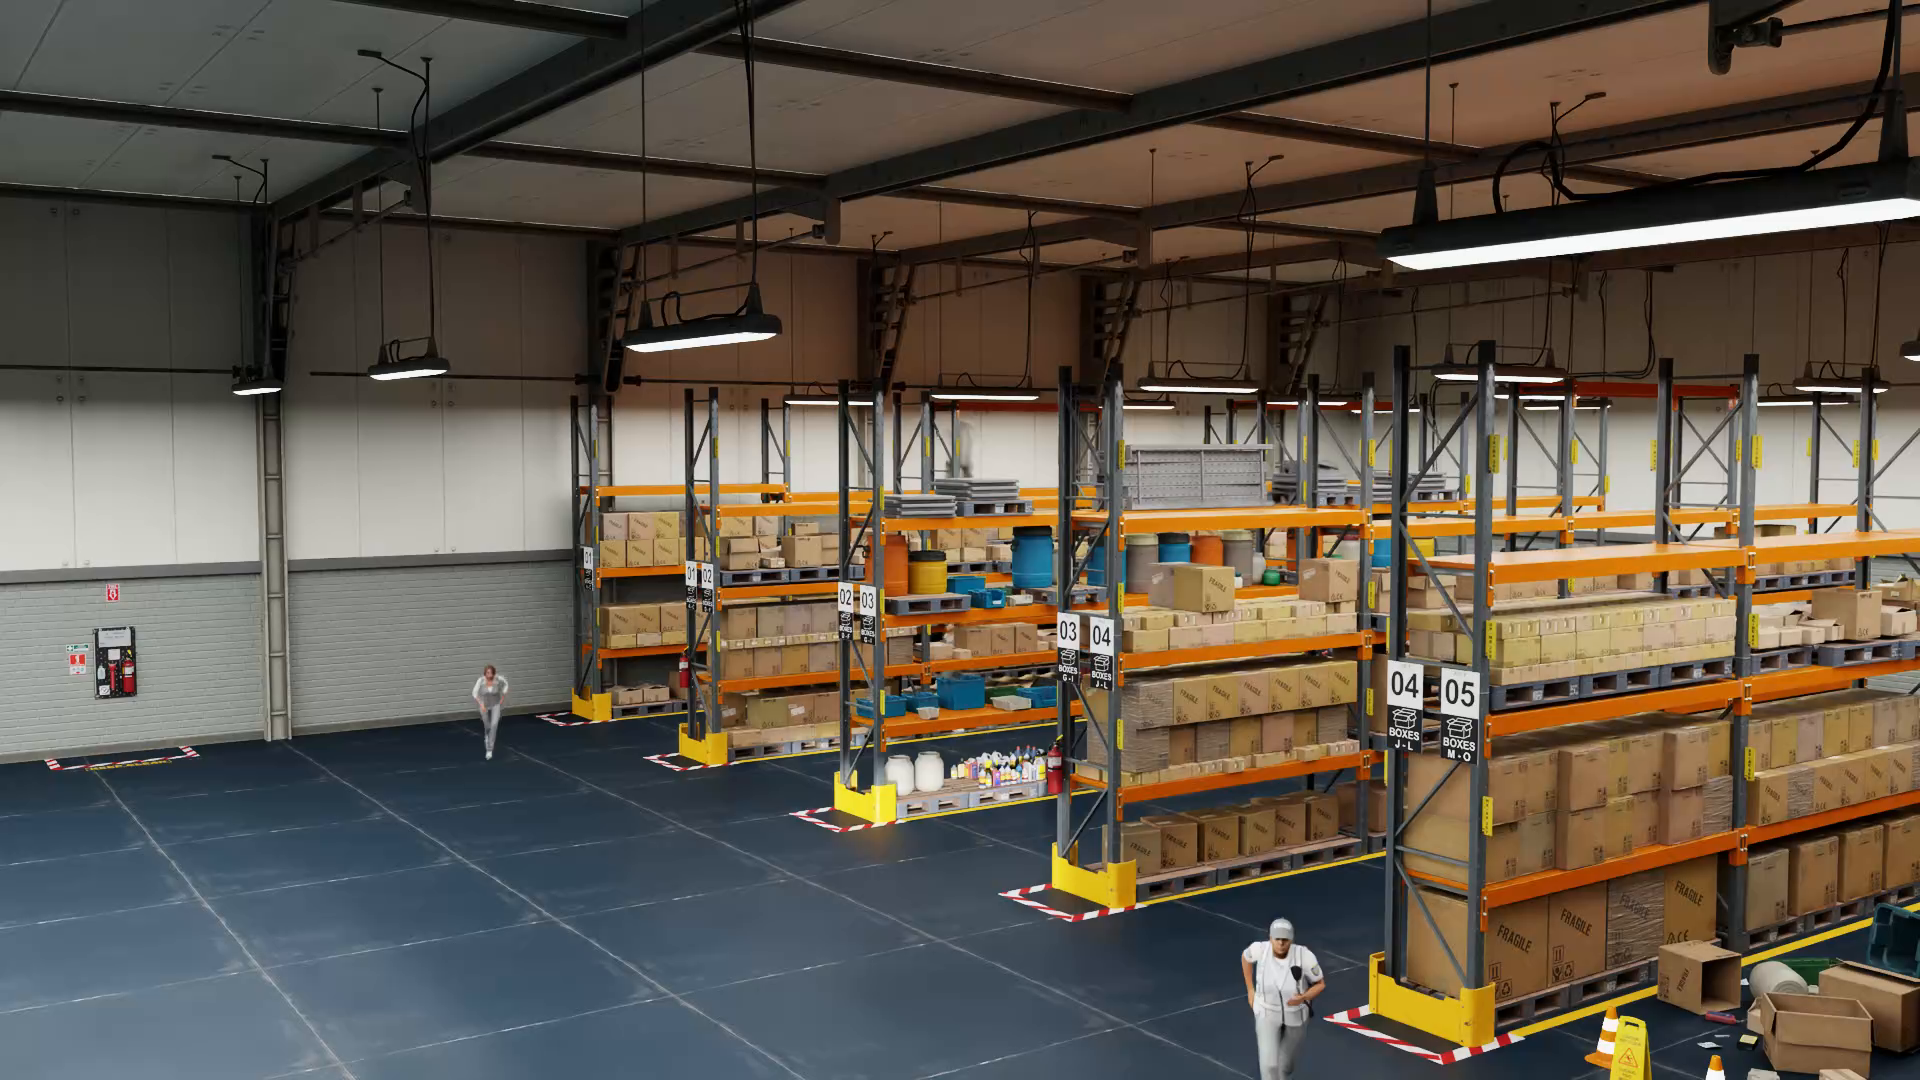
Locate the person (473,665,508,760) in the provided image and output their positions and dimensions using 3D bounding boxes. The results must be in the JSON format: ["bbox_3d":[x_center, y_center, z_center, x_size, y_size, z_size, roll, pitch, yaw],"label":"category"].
[{"bbox_3d":[-7.707,2.779,27.279,0.562,1.549,0.903,-1,4,-21],"label":"person"}]

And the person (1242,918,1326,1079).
[{"bbox_3d":[2.421,3.607,12.493,0.606,1.677,1.007,0,3,8],"label":"person"}]

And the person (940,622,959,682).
[{"bbox_3d":[-0.153,2.380,32.736,0.574,1.628,0.758,3,5,42],"label":"person"}]
